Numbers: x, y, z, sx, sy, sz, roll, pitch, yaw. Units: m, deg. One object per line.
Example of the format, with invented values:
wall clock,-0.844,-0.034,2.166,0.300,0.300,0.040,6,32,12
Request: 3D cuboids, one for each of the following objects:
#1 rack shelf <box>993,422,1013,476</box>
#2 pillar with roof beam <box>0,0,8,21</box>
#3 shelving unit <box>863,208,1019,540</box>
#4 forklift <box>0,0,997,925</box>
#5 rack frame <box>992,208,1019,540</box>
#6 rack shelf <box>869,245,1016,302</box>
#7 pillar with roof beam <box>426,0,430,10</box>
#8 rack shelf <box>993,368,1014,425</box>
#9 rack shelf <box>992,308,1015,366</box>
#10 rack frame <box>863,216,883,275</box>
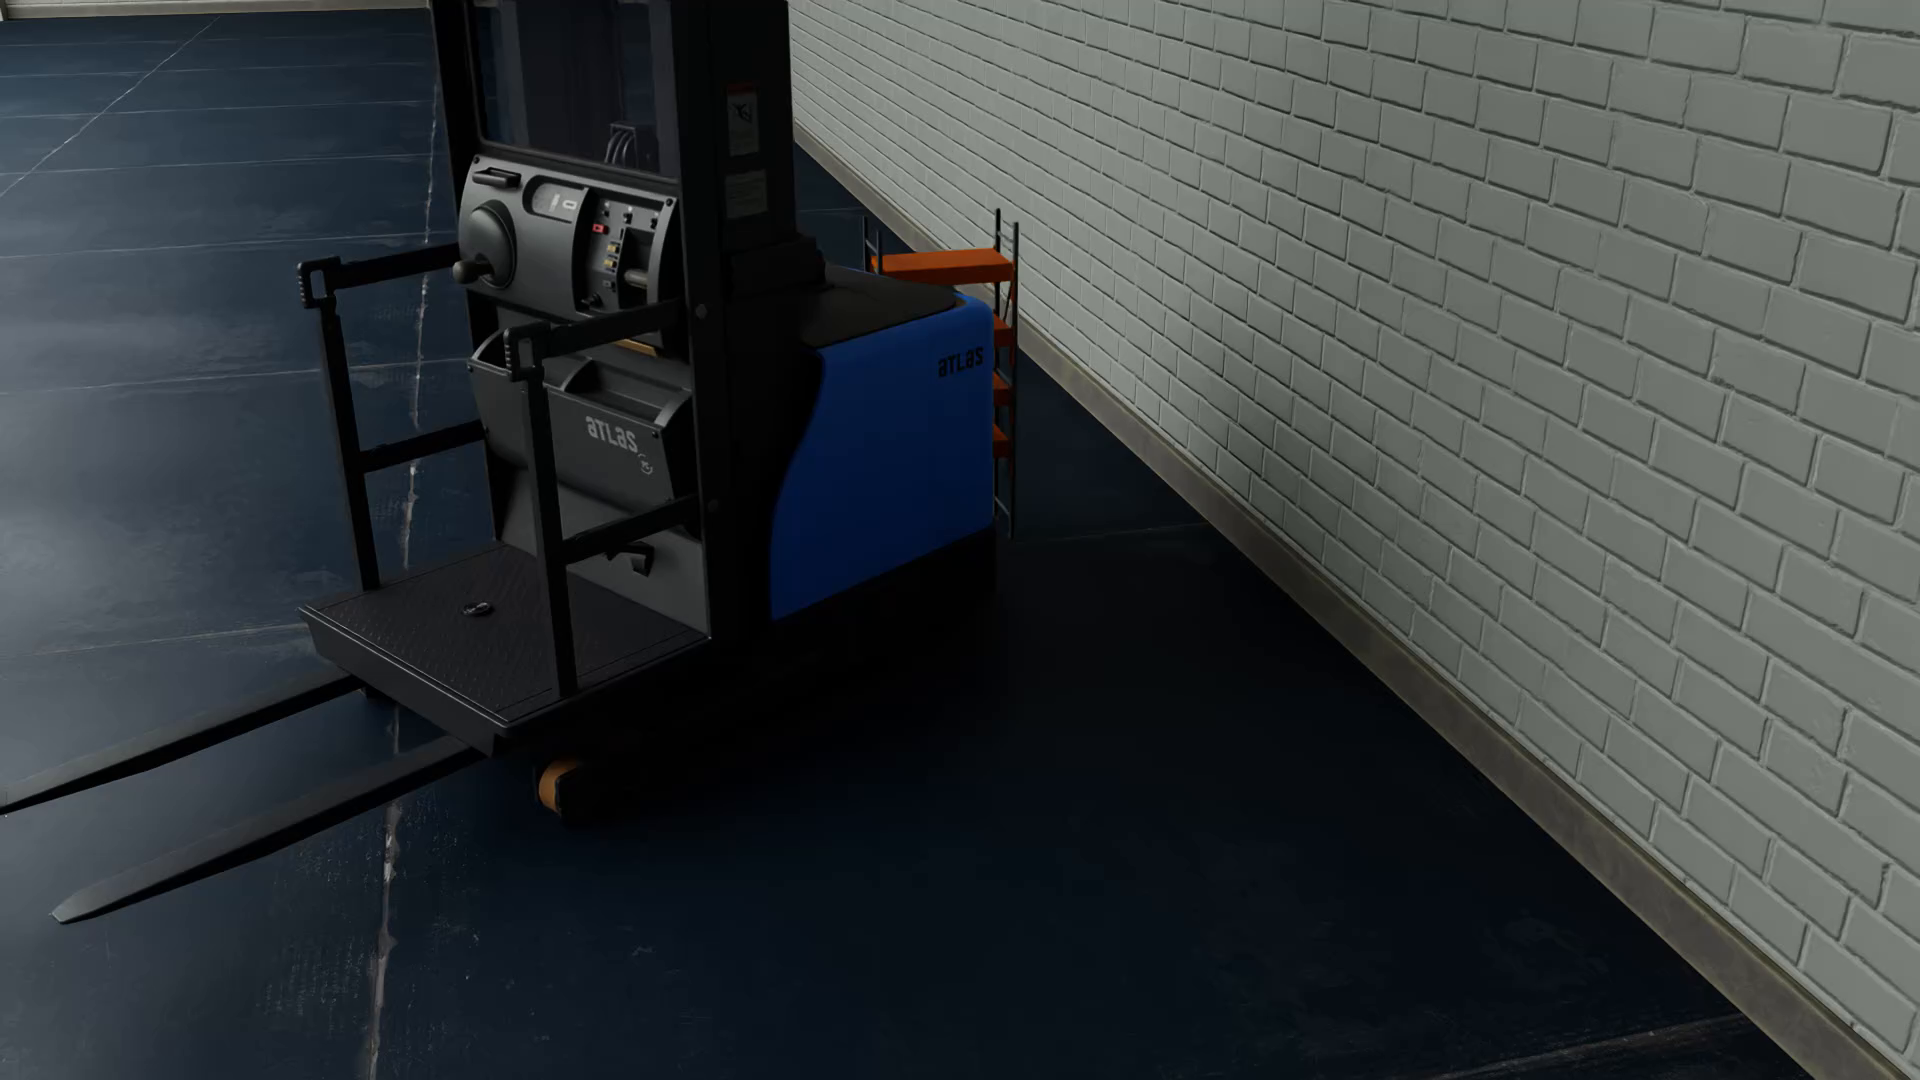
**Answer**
rack shelf,-0.070,-0.328,6.167,0.480,0.148,0.258,-6,24,-14
pillar with roof beam,-12.273,-9.707,17.460,0.400,9.000,9.100,-6,24,-14
shelving unit,-0.070,-0.573,6.063,0.503,1.200,0.258,-6,24,-14
forklift,-1.235,-0.821,4.446,1.130,2.935,3.031,20,30,38
rack frame,0.165,-0.598,6.123,0.015,1.200,0.240,-6,24,-14
rack shelf,-0.070,-0.934,5.908,0.480,0.148,0.258,-6,24,-14
pillar with roof beam,-6.496,-10.346,18.949,0.400,9.000,9.100,-6,24,-14
rack shelf,-0.070,-0.511,6.089,0.480,0.148,0.258,-6,24,-14
rack shelf,-0.070,-0.716,6.001,0.480,0.148,0.258,-6,24,-14
rack frame,-0.305,-0.547,6.002,0.015,1.200,0.240,-6,24,-14
